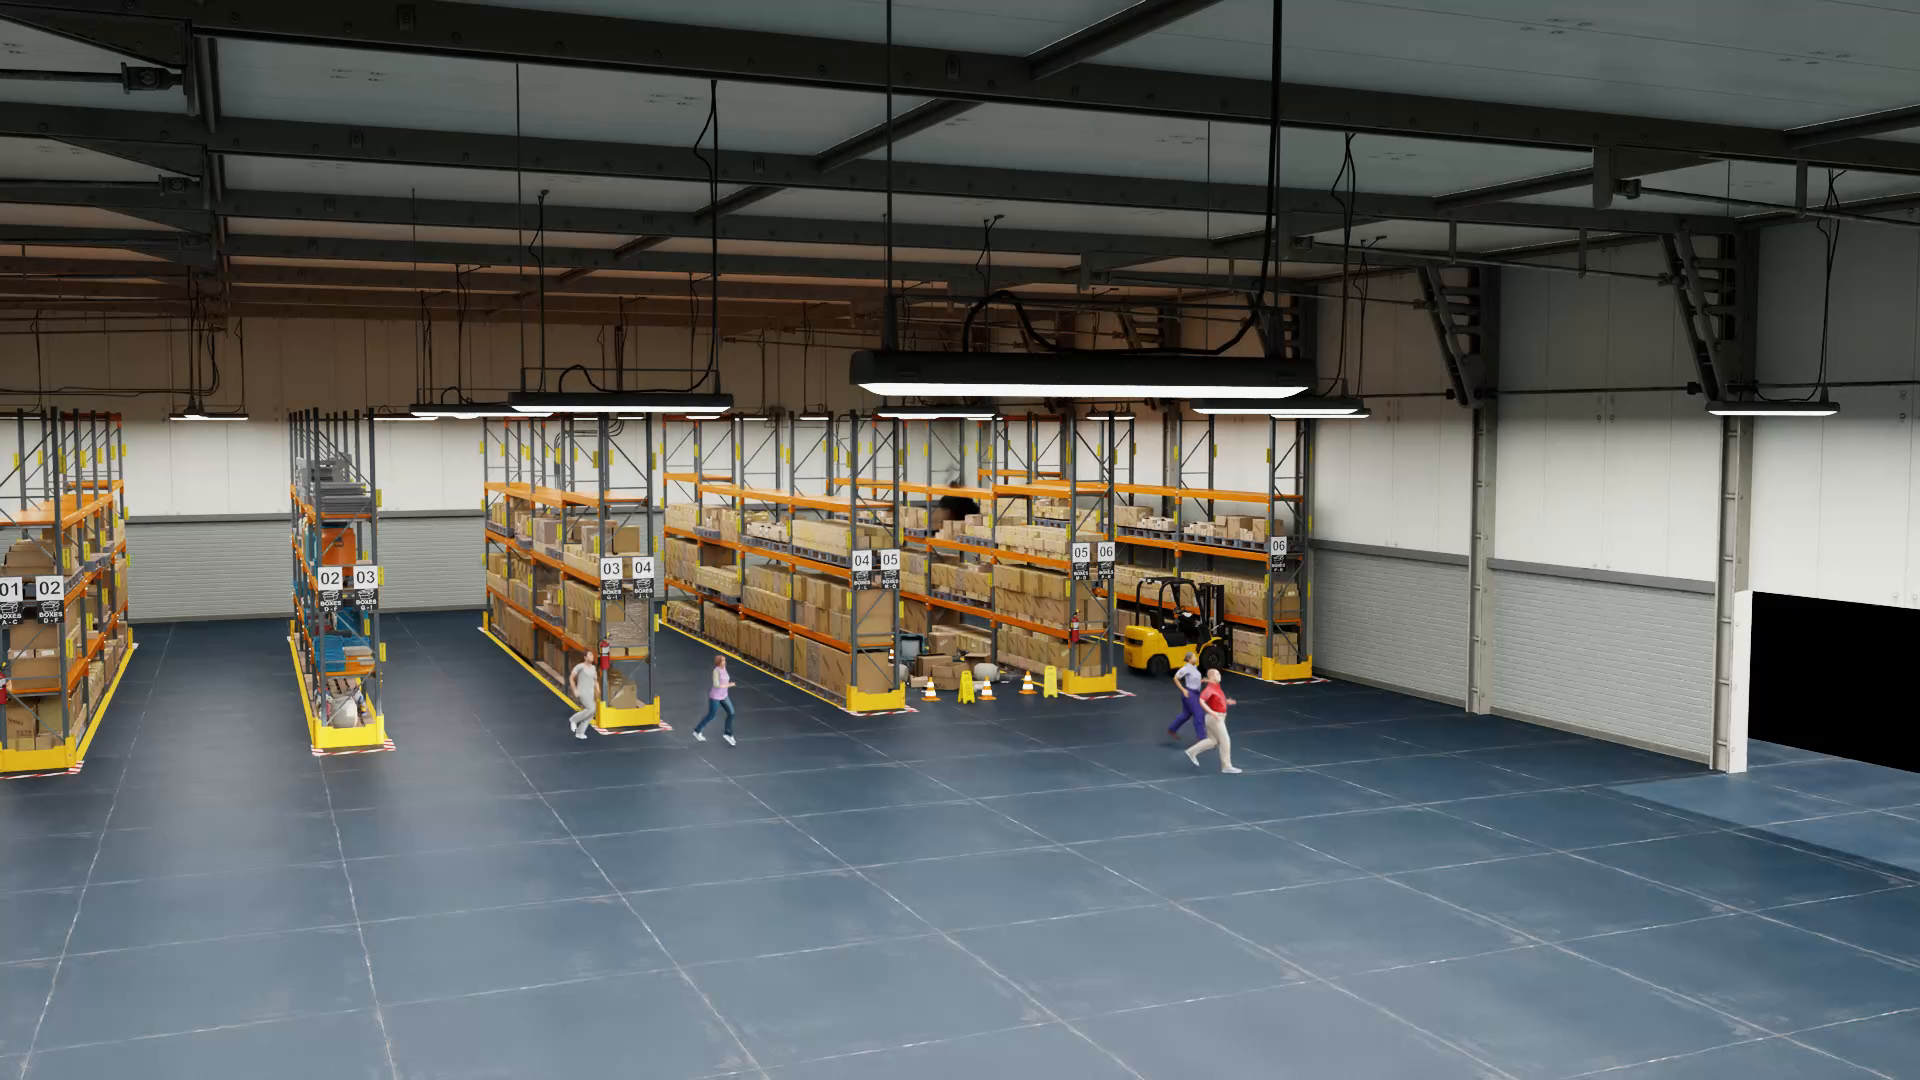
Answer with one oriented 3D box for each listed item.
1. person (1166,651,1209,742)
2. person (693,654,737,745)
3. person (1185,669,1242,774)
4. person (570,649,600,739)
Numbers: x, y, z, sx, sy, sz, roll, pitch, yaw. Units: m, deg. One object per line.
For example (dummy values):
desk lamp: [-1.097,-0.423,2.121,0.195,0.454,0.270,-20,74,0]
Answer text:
person: [4.094,2.819,29.609,0.895,1.658,0.594,1,4,19]
person: [-4.340,2.892,29.691,0.845,1.541,0.546,2,4,21]
person: [4.152,2.951,27.238,0.943,1.699,0.673,1,4,12]
person: [-6.790,2.796,30.351,0.525,1.595,0.598,2,5,30]
